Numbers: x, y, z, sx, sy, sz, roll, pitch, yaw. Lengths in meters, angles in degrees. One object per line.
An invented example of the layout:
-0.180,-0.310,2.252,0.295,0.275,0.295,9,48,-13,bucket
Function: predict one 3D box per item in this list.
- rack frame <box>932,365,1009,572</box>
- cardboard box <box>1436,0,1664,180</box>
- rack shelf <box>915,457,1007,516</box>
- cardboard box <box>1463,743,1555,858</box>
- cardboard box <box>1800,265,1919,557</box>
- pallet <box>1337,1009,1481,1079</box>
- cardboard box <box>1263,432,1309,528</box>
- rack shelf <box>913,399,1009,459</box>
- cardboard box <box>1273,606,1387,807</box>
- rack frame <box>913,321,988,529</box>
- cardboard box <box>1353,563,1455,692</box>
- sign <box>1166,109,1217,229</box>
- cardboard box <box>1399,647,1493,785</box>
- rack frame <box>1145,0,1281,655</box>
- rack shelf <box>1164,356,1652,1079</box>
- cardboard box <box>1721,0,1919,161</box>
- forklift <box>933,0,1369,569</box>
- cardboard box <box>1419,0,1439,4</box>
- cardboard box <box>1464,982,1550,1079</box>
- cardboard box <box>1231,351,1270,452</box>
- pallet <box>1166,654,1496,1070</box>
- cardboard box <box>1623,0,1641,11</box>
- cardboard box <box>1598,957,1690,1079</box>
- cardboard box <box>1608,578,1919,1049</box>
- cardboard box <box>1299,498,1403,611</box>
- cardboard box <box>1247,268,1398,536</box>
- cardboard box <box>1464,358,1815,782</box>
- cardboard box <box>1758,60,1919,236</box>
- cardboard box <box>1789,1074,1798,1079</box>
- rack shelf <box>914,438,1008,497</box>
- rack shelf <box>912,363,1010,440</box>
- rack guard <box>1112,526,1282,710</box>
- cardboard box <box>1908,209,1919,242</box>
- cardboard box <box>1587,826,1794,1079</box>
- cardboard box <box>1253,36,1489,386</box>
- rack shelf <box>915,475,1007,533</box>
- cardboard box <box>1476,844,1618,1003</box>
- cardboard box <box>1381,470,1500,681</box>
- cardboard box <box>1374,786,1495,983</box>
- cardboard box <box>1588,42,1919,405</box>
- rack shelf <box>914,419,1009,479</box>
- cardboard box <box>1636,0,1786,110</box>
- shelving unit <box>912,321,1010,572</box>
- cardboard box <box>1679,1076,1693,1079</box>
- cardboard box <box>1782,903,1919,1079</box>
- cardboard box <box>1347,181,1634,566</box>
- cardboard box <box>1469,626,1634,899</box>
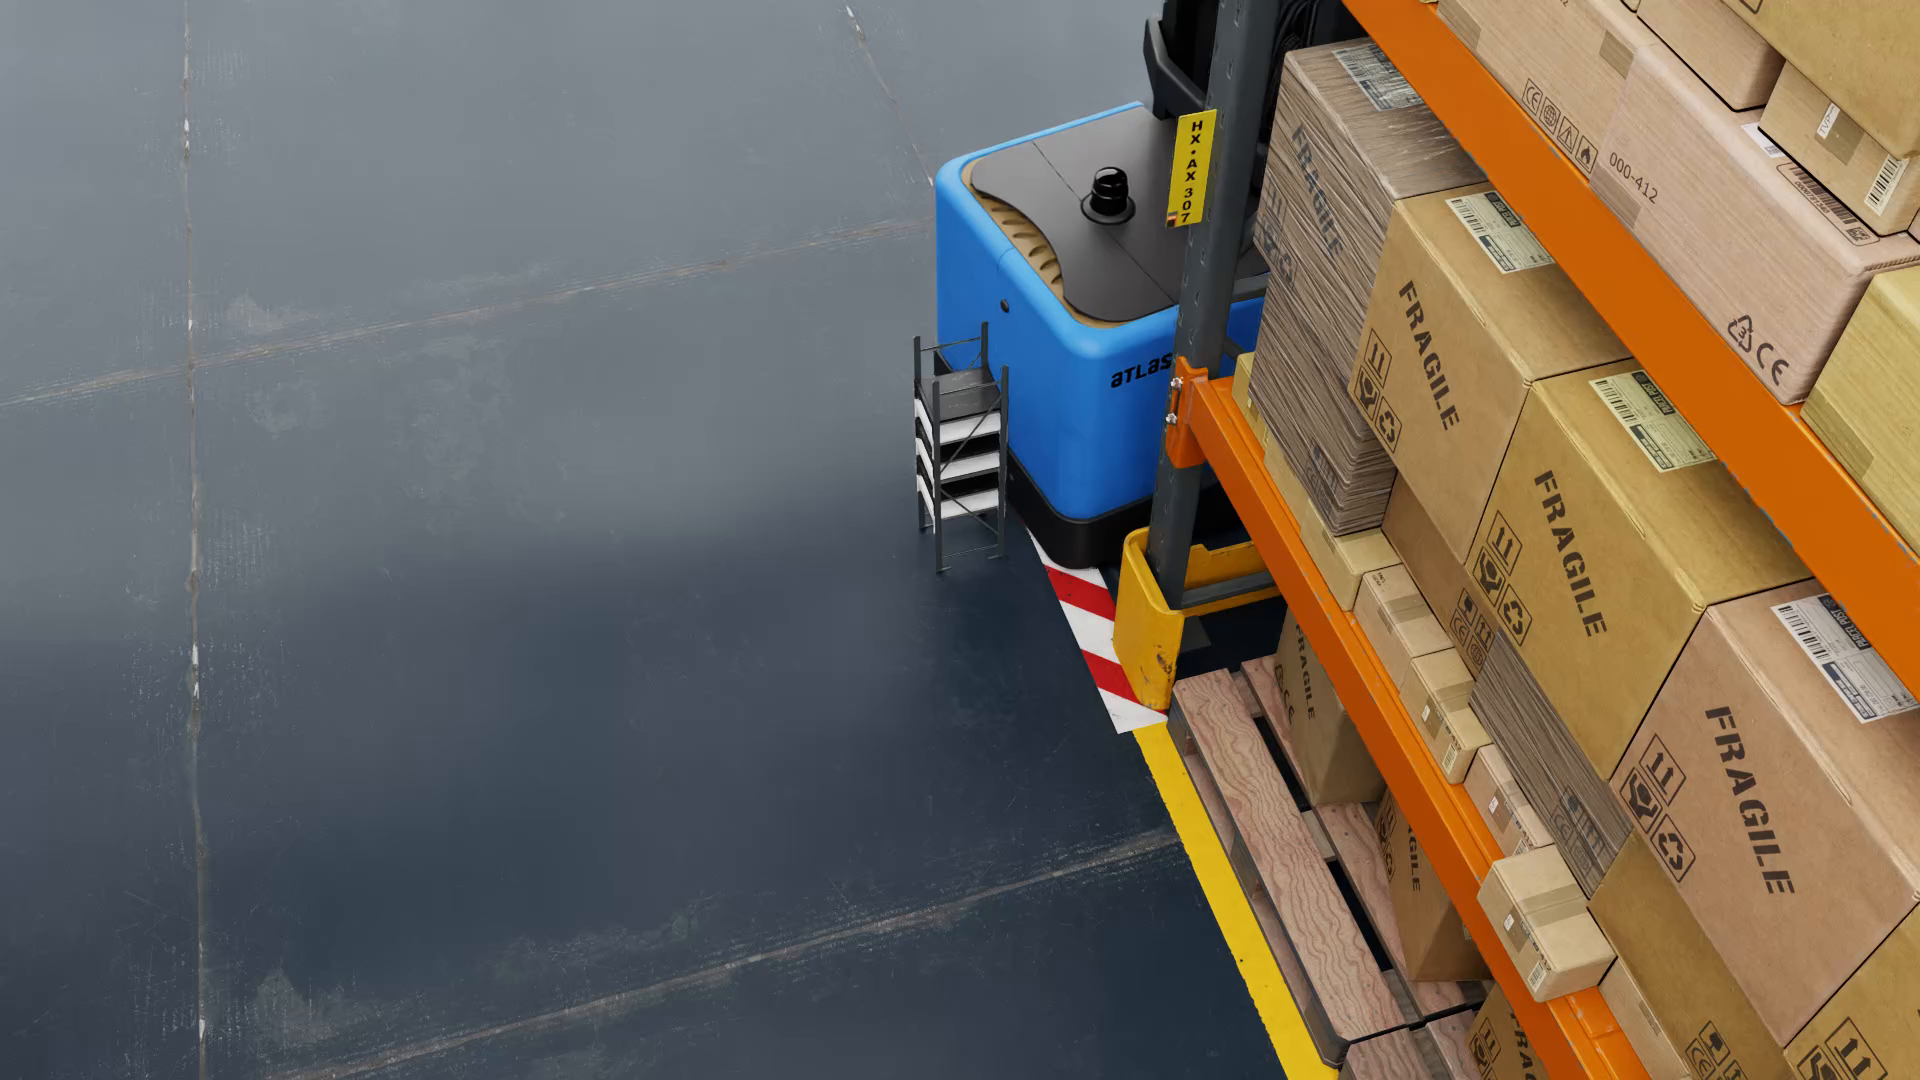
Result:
0.032,-0.210,5.338,0.240,0.900,0.006,-13,51,-11,rack frame
1.125,-0.858,2.647,0.500,0.250,0.500,-14,51,-12,cardboard box
0.002,-0.205,5.495,0.258,0.077,0.200,-13,51,-11,rack shelf
1.304,0.530,3.506,0.380,0.149,0.250,-13,51,-11,cardboard box
1.426,-0.116,2.022,0.500,0.250,0.500,-12,51,-10,cardboard box
1.657,1.720,4.162,1.003,0.211,1.213,-13,51,-11,pallet
0.983,-0.195,4.117,0.380,0.149,0.250,-13,51,-11,cardboard box
0.002,-0.379,5.289,0.258,0.077,0.200,-13,51,-11,rack shelf
1.240,0.405,4.807,0.500,0.500,0.500,-5,50,-4,cardboard box
-0.028,-0.358,5.464,0.240,0.900,0.006,-13,51,-11,rack frame
1.136,0.169,3.810,0.380,0.149,0.250,-13,51,-11,cardboard box
0.553,-0.881,3.965,0.100,0.325,0.005,-13,51,-11,sign
1.204,0.353,3.655,0.380,0.149,0.250,-13,51,-11,cardboard box
1.071,-0.725,4.399,1.000,3.000,0.127,-13,51,-11,rack frame
1.662,0.968,3.443,1.077,0.370,4.000,-13,51,-11,rack shelf
1.252,-0.836,1.944,0.500,0.500,0.500,-14,51,-11,cardboard box
1.456,-1.654,5.227,3.031,2.935,1.130,-21,53,-17,forklift
0.967,-1.233,2.964,0.500,0.250,0.500,-12,51,-10,cardboard box
1.616,1.296,4.056,0.500,0.500,0.500,-9,50,-8,cardboard box
0.928,-0.382,4.274,0.380,0.149,0.250,-13,51,-11,cardboard box
1.300,0.831,4.912,1.003,0.211,1.213,-13,51,-11,pallet
1.121,-0.936,2.452,0.380,0.149,0.250,-11,51,-10,cardboard box
1.479,0.888,3.204,0.380,0.149,0.250,-13,51,-11,cardboard box
1.417,0.384,2.551,0.500,0.500,0.500,-13,51,-11,cardboard box
1.043,-0.009,3.960,0.380,0.149,0.250,-13,51,-11,cardboard box
1.207,-0.445,3.903,0.875,0.500,0.500,-13,51,-11,cardboard box
1.264,0.020,2.858,0.500,0.500,0.500,-13,51,-11,cardboard box
1.284,-0.561,2.136,0.380,0.149,0.250,-15,52,-13,cardboard box
1.822,1.010,2.676,0.875,0.500,0.500,-13,51,-11,cardboard box
0.002,-0.263,5.426,0.258,0.077,0.200,-13,51,-11,rack shelf
0.002,-0.437,5.220,0.258,0.077,0.200,-13,51,-11,rack shelf
1.093,0.136,5.308,1.175,0.500,0.348,-13,51,-11,rack guard
1.402,-0.389,1.992,0.380,0.149,0.250,-14,51,-11,cardboard box
1.713,0.636,2.992,0.875,0.500,0.500,-13,51,-11,cardboard box
0.973,-0.712,3.474,0.500,0.500,0.500,-13,51,-11,cardboard box
0.002,-0.147,5.564,0.258,0.077,0.200,-13,51,-11,rack shelf
1.278,0.736,3.332,0.380,0.149,0.250,-13,51,-11,cardboard box
1.470,-0.107,3.618,0.875,0.500,0.500,-13,51,-11,cardboard box
1.449,0.834,4.445,0.500,0.500,0.500,-2,50,-1,cardboard box
1.268,-0.495,2.342,0.500,0.250,0.500,-13,51,-11,cardboard box
0.002,-0.321,5.358,0.258,0.077,0.200,-13,51,-11,rack shelf
1.189,-0.757,2.302,0.380,0.149,0.250,-13,51,-11,cardboard box
0.002,-0.284,5.401,0.258,0.900,0.210,-13,51,-11,shelving unit
1.480,1.088,3.035,0.380,0.149,0.250,-13,51,-11,cardboard box
1.562,0.749,2.242,0.500,0.500,0.500,-13,51,-11,cardboard box
1.114,-0.345,3.165,0.500,0.500,0.500,-13,51,-11,cardboard box
1.576,0.268,3.302,0.875,0.500,0.500,-13,51,-11,cardboard box
